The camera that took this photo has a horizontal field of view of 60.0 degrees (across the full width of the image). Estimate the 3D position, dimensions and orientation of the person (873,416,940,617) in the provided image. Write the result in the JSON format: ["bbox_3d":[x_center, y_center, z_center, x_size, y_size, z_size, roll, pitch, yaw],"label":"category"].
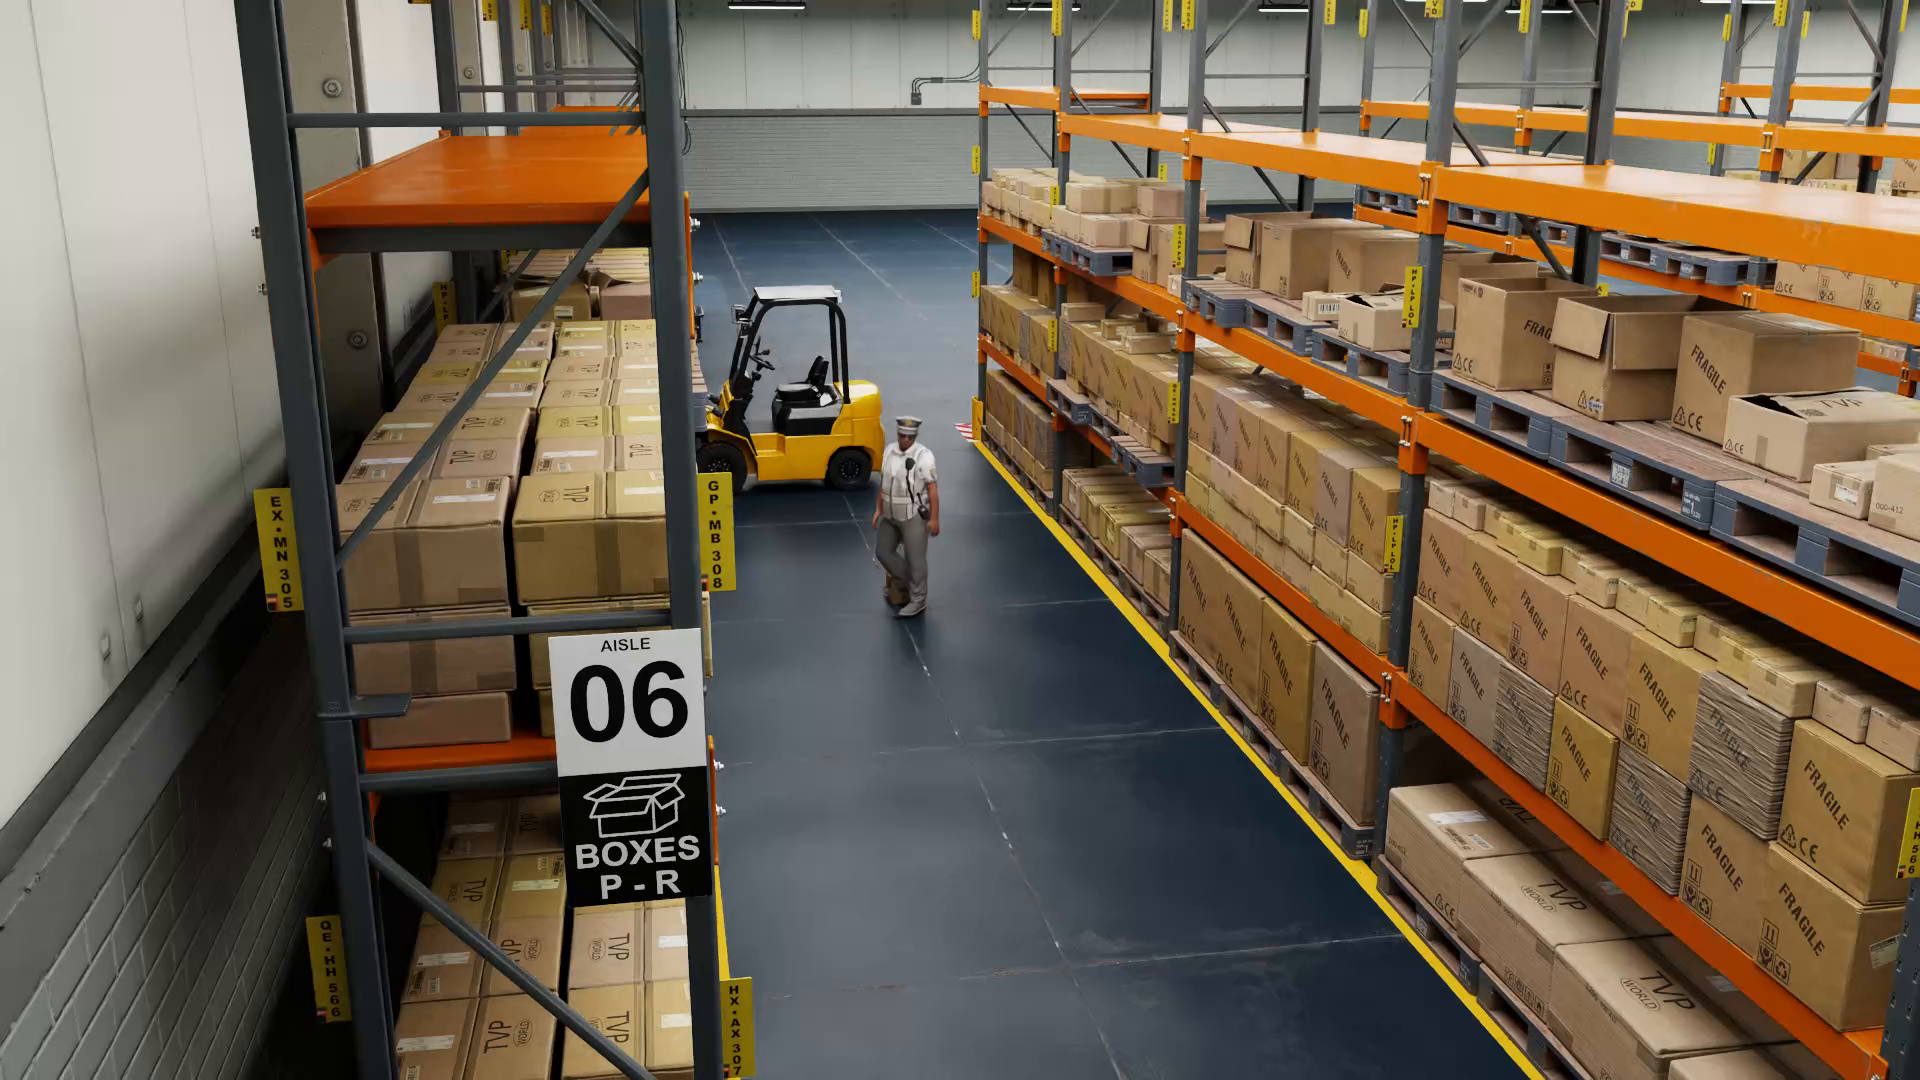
[{"bbox_3d":[-0.486,-0.232,14.260,0.706,1.739,0.503,13,21,38],"label":"person"}]
